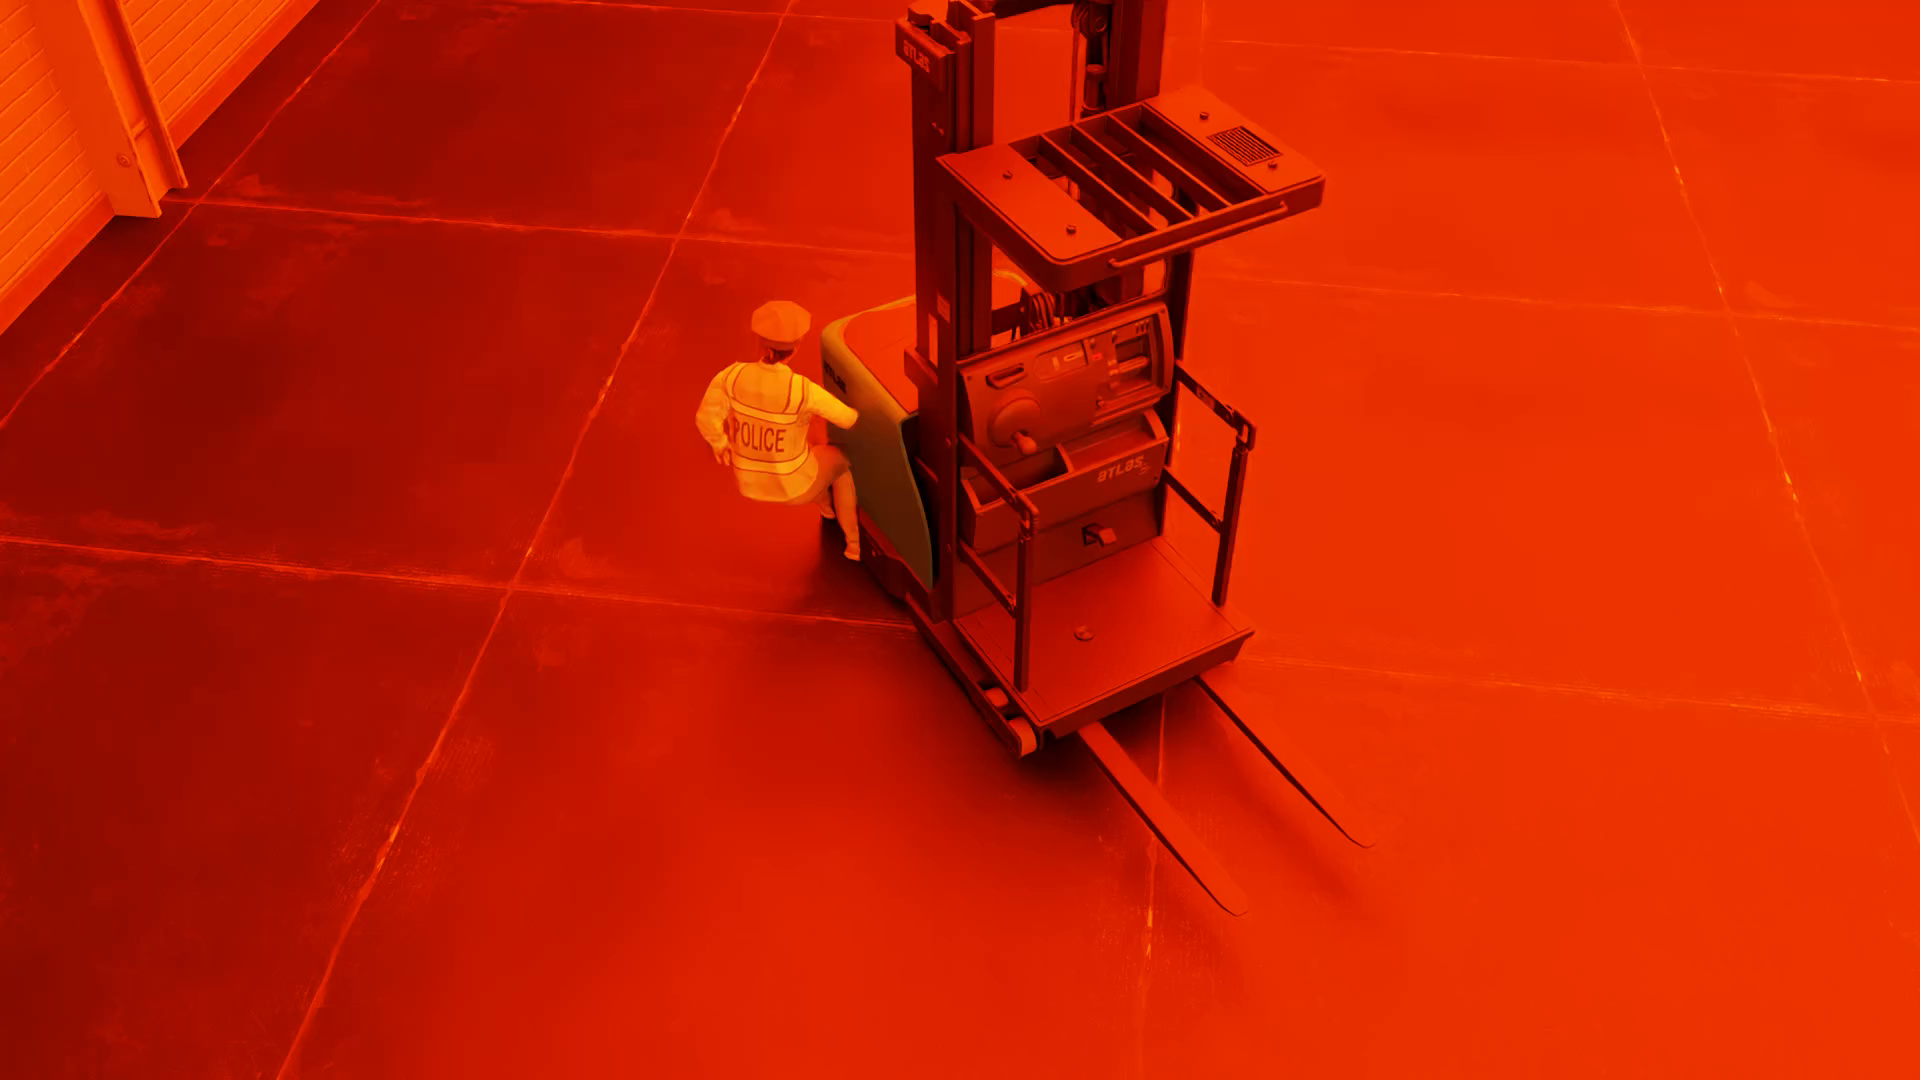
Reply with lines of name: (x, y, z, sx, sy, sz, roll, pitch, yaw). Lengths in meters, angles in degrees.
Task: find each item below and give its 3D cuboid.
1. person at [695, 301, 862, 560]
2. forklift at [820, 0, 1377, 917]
person: (-0.708, -0.482, 7.429, 0.738, 1.465, 0.857, 11, 44, 12)
forklift: (0.538, -0.540, 6.312, 1.130, 2.935, 3.031, -21, 47, -22)
